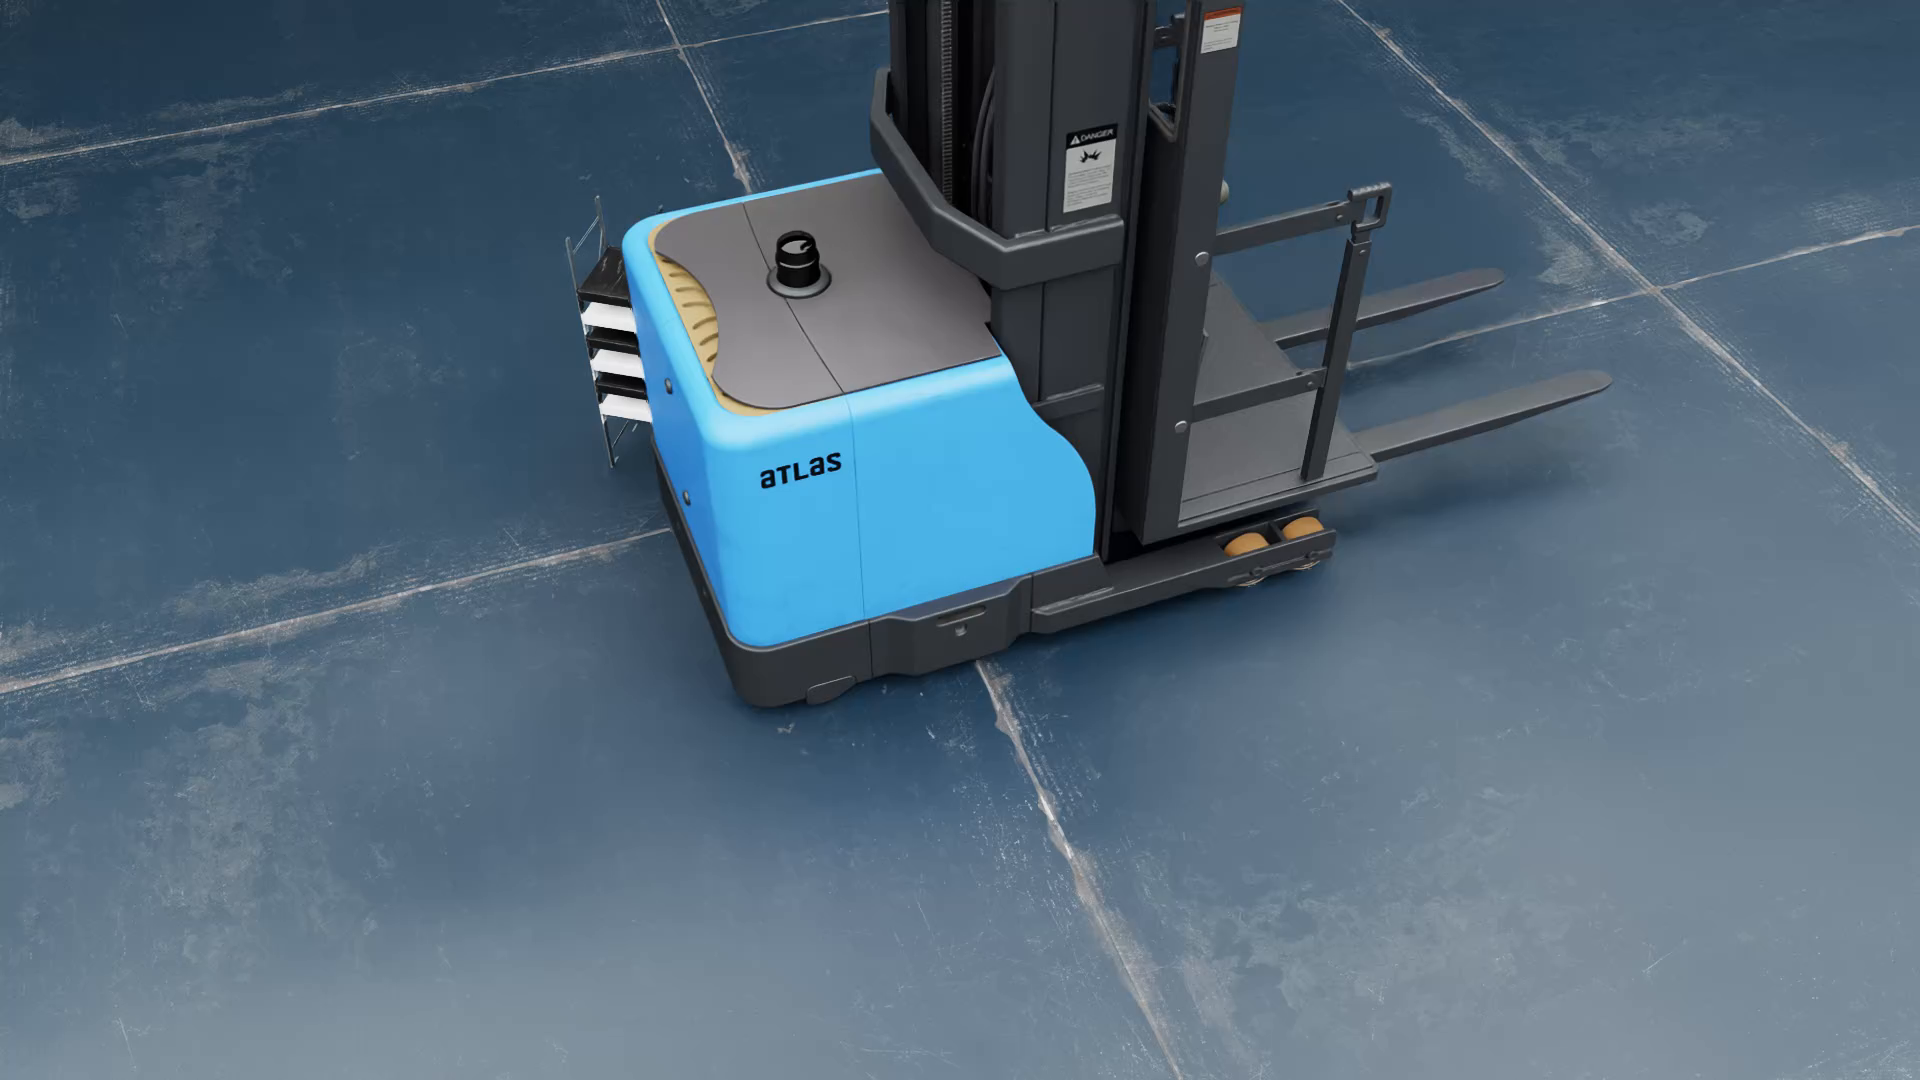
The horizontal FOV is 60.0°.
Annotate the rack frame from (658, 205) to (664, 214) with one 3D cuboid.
[{"bbox_3d":[-0.922,-0.603,5.215,0.006,0.900,0.240,10,46,10],"label":"rack frame"}]

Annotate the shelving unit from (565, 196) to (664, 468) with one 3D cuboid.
[{"bbox_3d":[-1.021,-0.620,5.233,0.210,0.900,0.258,10,46,10],"label":"shelving unit"}]

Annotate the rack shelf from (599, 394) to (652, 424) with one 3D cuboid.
[{"bbox_3d":[-1.021,-0.469,5.384,0.200,0.077,0.258,10,46,10],"label":"rack shelf"}]

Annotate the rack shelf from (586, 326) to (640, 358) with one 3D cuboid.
[{"bbox_3d":[-1.021,-0.660,5.192,0.200,0.077,0.258,10,46,10],"label":"rack shelf"}]

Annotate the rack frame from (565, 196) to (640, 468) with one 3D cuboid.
[{"bbox_3d":[-1.120,-0.637,5.250,0.006,0.900,0.240,10,46,10],"label":"rack frame"}]

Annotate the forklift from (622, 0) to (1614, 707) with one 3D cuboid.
[{"bbox_3d":[0.616,-1.227,4.404,3.031,2.935,1.130,-16,47,-15],"label":"forklift"}]

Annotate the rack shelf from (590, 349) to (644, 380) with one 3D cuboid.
[{"bbox_3d":[-1.021,-0.596,5.256,0.200,0.077,0.258,10,46,10],"label":"rack shelf"}]

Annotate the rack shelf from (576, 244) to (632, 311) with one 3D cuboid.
[{"bbox_3d":[-1.021,-0.787,5.065,0.200,0.077,0.258,10,46,10],"label":"rack shelf"}]

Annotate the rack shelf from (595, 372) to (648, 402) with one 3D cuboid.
[{"bbox_3d":[-1.021,-0.533,5.320,0.200,0.077,0.258,10,46,10],"label":"rack shelf"}]

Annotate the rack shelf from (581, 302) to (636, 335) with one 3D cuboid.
[{"bbox_3d":[-1.021,-0.724,5.129,0.200,0.077,0.258,10,46,10],"label":"rack shelf"}]
